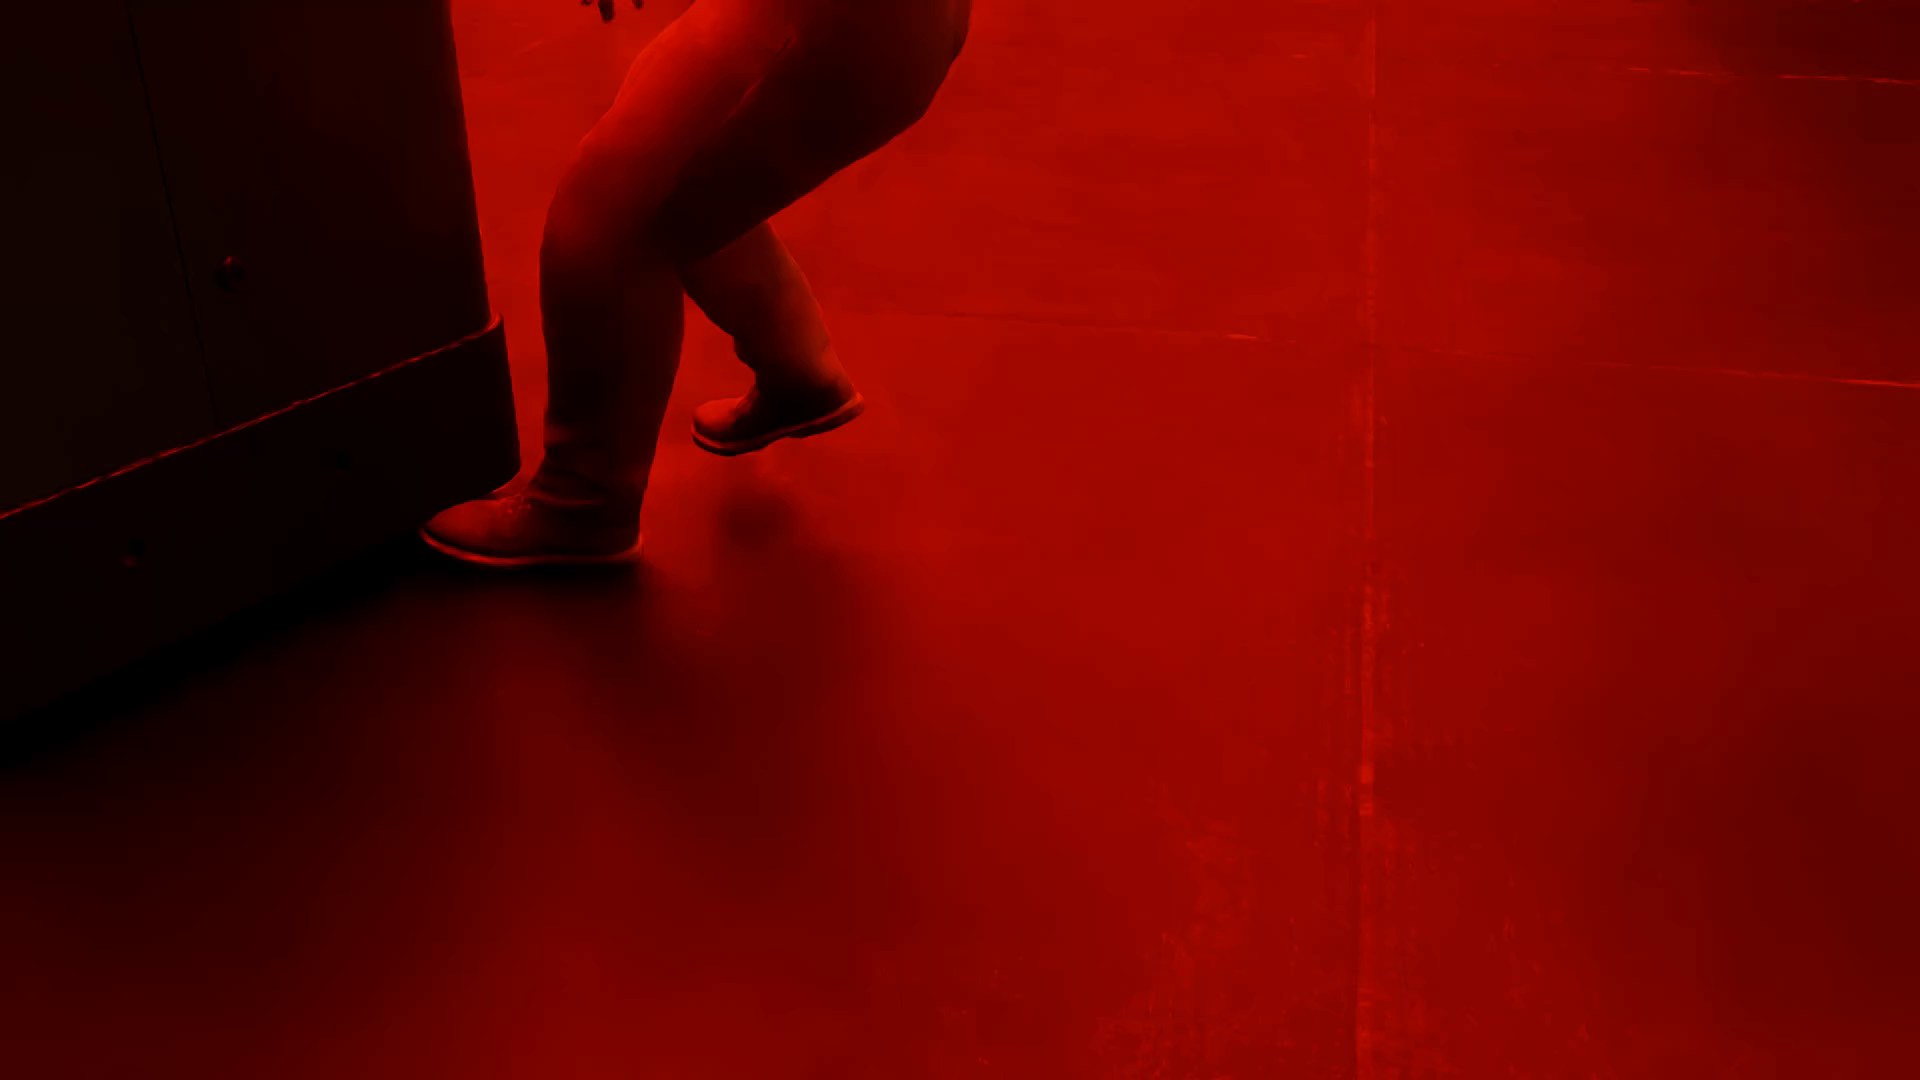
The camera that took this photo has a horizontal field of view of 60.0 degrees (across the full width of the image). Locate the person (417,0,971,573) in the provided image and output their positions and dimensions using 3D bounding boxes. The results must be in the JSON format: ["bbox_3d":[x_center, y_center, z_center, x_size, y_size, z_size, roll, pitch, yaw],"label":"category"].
[{"bbox_3d":[-0.375,-0.725,2.144,0.812,1.608,1.029,4,27,8],"label":"person"}]

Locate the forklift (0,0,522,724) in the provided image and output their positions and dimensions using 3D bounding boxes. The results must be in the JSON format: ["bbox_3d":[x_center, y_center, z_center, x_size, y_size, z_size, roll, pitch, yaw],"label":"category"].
[{"bbox_3d":[-2.192,-1.532,2.283,3.031,2.935,1.130,16,31,29],"label":"forklift"}]
